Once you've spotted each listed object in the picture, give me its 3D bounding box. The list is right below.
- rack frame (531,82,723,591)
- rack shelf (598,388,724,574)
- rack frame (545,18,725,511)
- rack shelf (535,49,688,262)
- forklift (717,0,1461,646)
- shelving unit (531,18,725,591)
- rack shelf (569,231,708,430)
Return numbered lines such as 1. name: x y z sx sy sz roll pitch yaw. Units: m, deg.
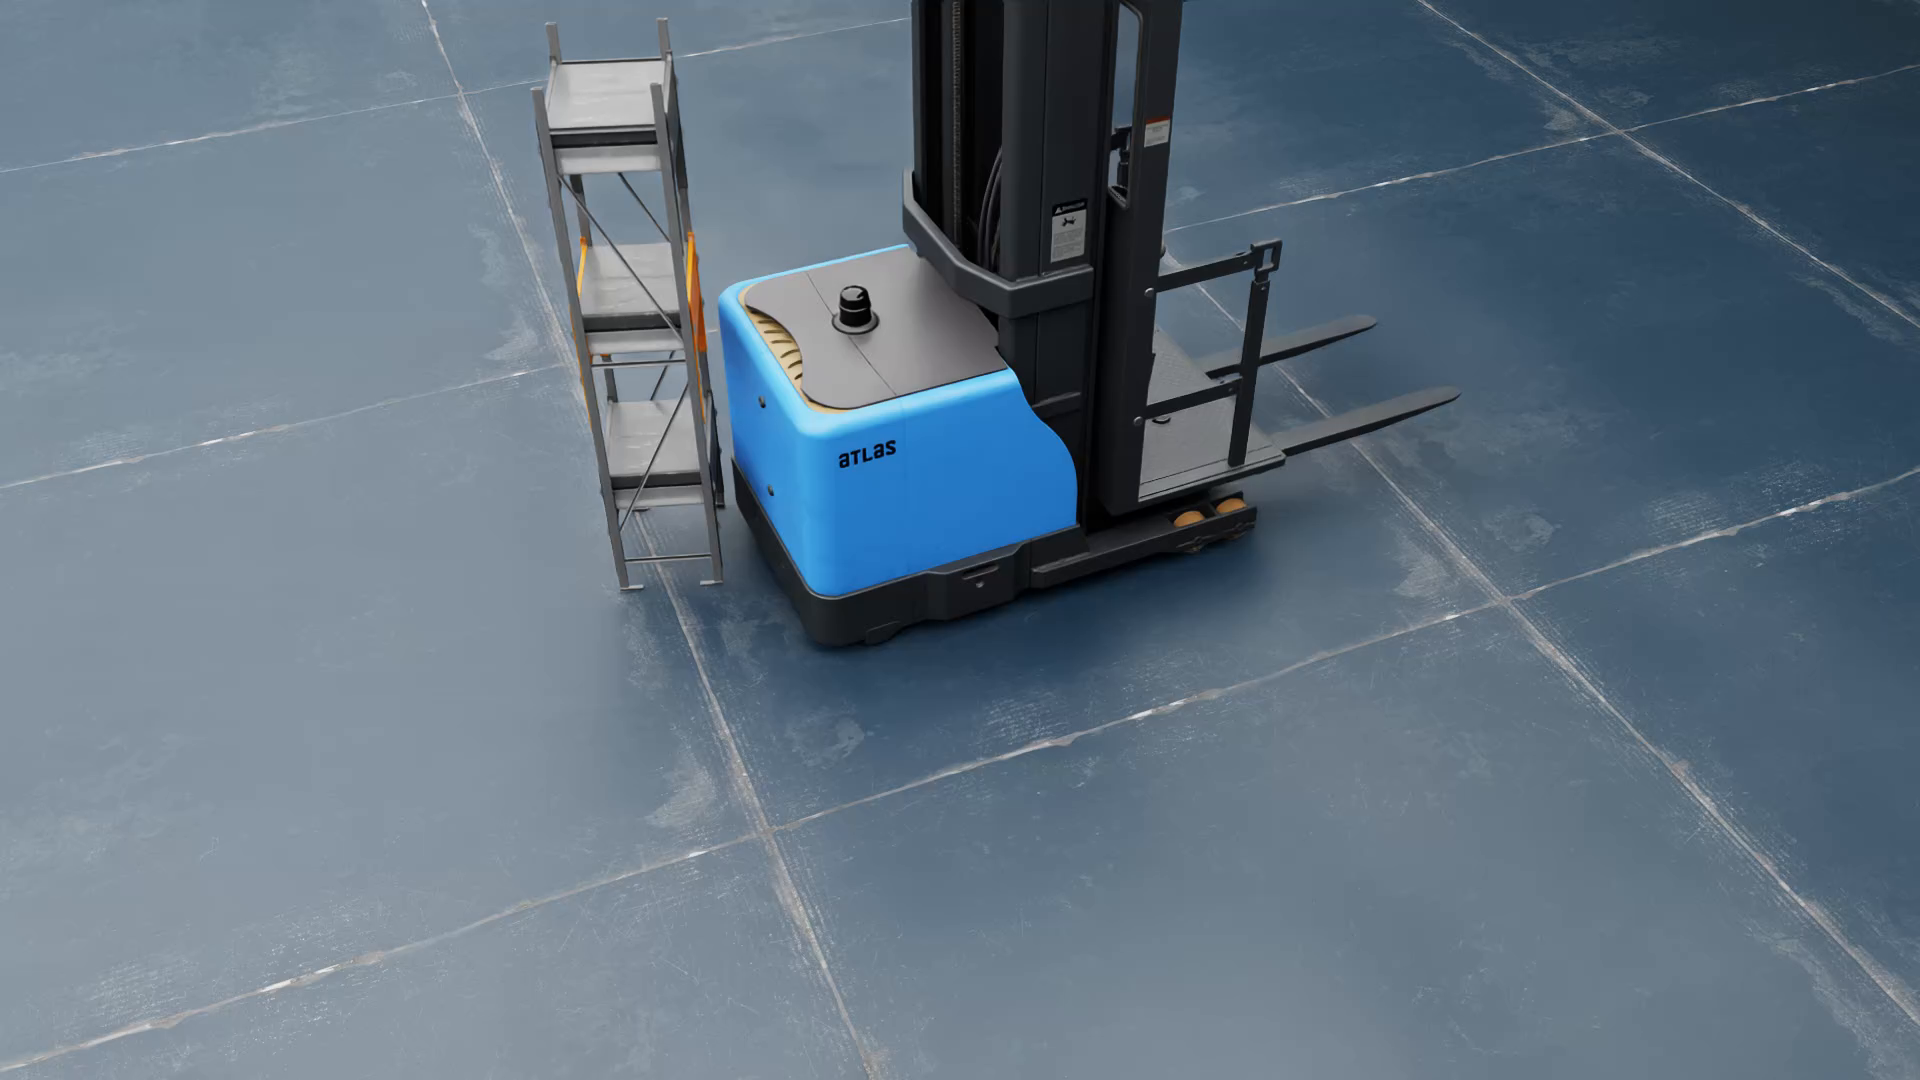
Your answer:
1. rack frame: -1.131 -0.615 5.854 0.400 2.100 0.015 -4 41 -4
2. rack shelf: -1.155 -0.232 6.503 0.431 0.518 0.480 -4 41 -4
3. rack frame: -1.178 -0.932 6.223 0.400 2.100 0.015 -4 41 -4
4. rack shelf: -1.155 -1.295 5.592 0.431 0.518 0.480 -4 41 -4
5. forklift: 0.640 -1.359 6.083 3.031 2.935 1.130 -17 43 -18
6. shelving unit: -1.155 -0.774 6.038 0.431 2.100 0.503 -4 41 -4
7. rack shelf: -1.155 -0.763 6.047 0.431 0.518 0.480 -4 41 -4
